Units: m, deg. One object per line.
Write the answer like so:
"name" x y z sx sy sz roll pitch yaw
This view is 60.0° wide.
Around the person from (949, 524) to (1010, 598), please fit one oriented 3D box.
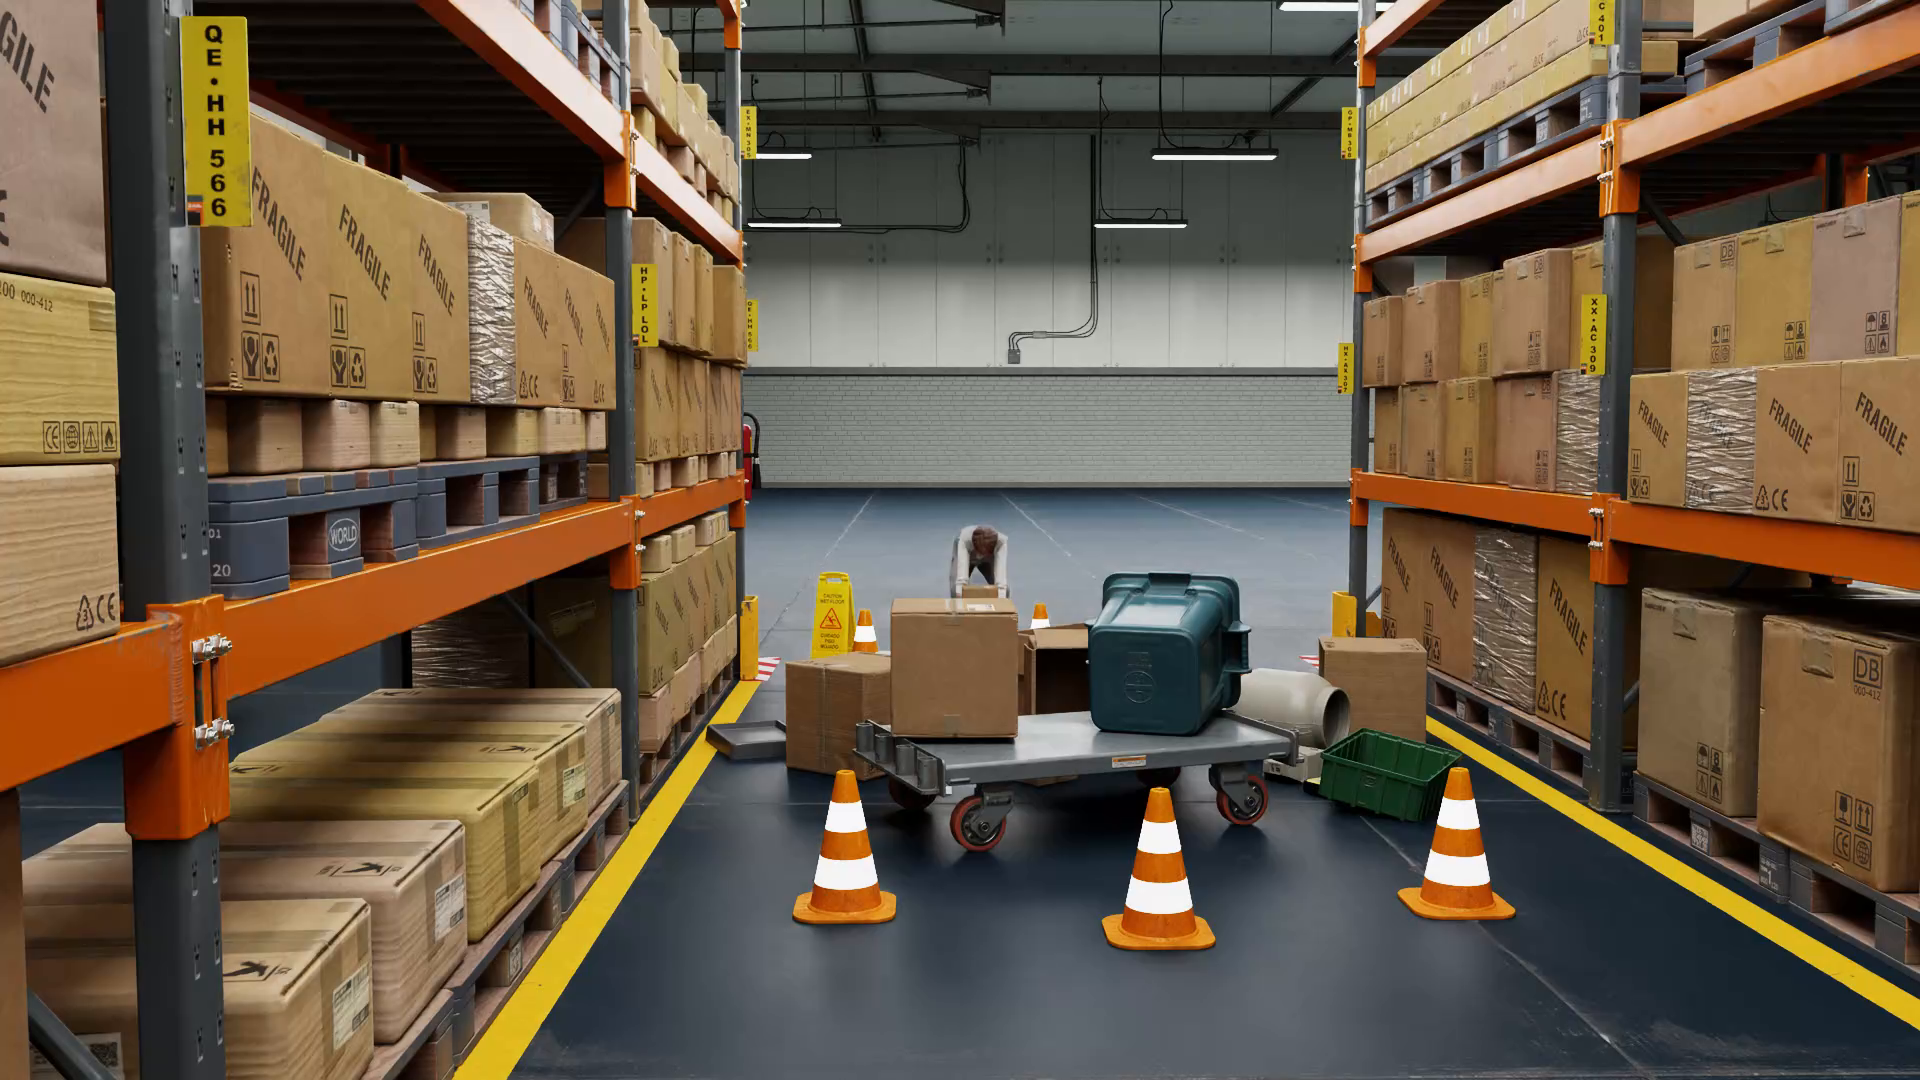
"person" 0.144 0.333 12.016 0.431 0.894 0.862 0 4 -4
